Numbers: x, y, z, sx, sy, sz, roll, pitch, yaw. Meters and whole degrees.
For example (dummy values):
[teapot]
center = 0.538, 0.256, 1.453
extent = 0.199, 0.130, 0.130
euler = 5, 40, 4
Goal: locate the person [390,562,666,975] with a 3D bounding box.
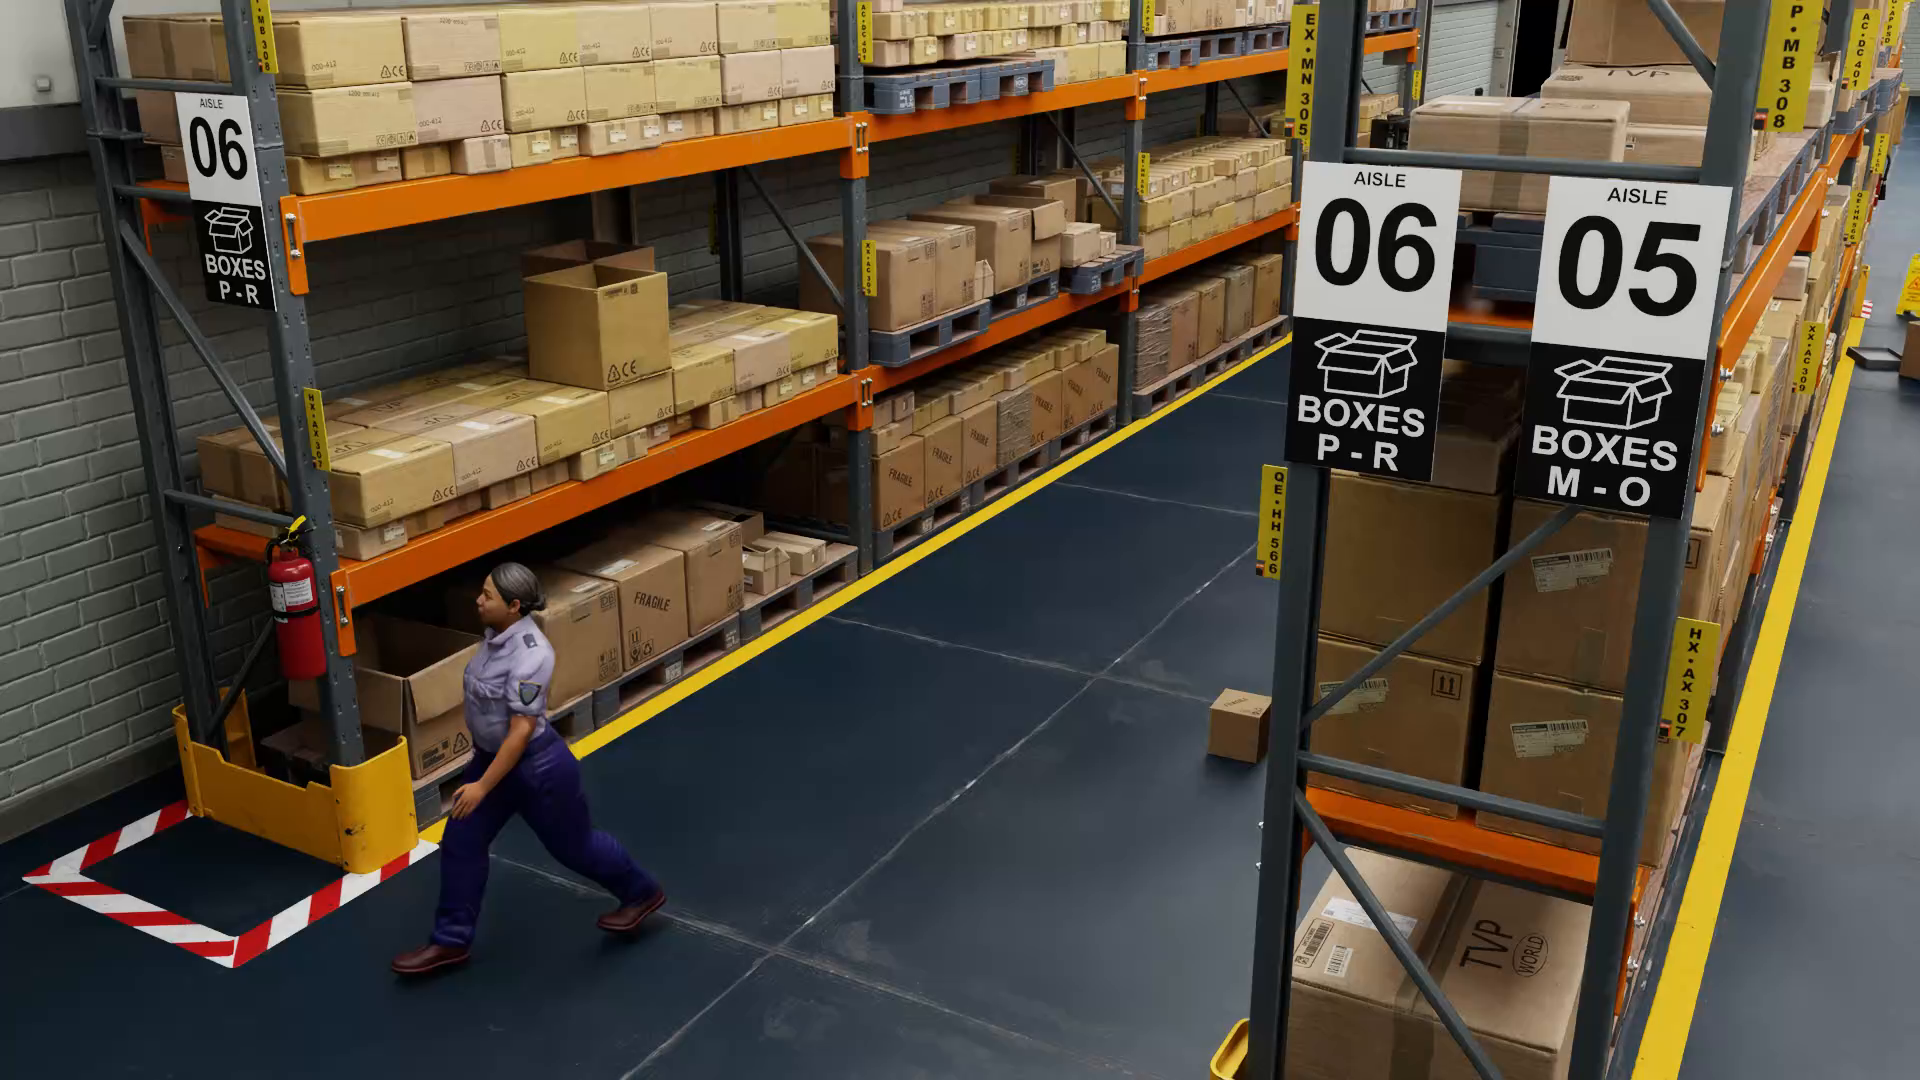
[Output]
[person]
center = -1.665, 0.847, 6.217
extent = 1.031, 1.587, 0.482
euler = -14, 24, -34
